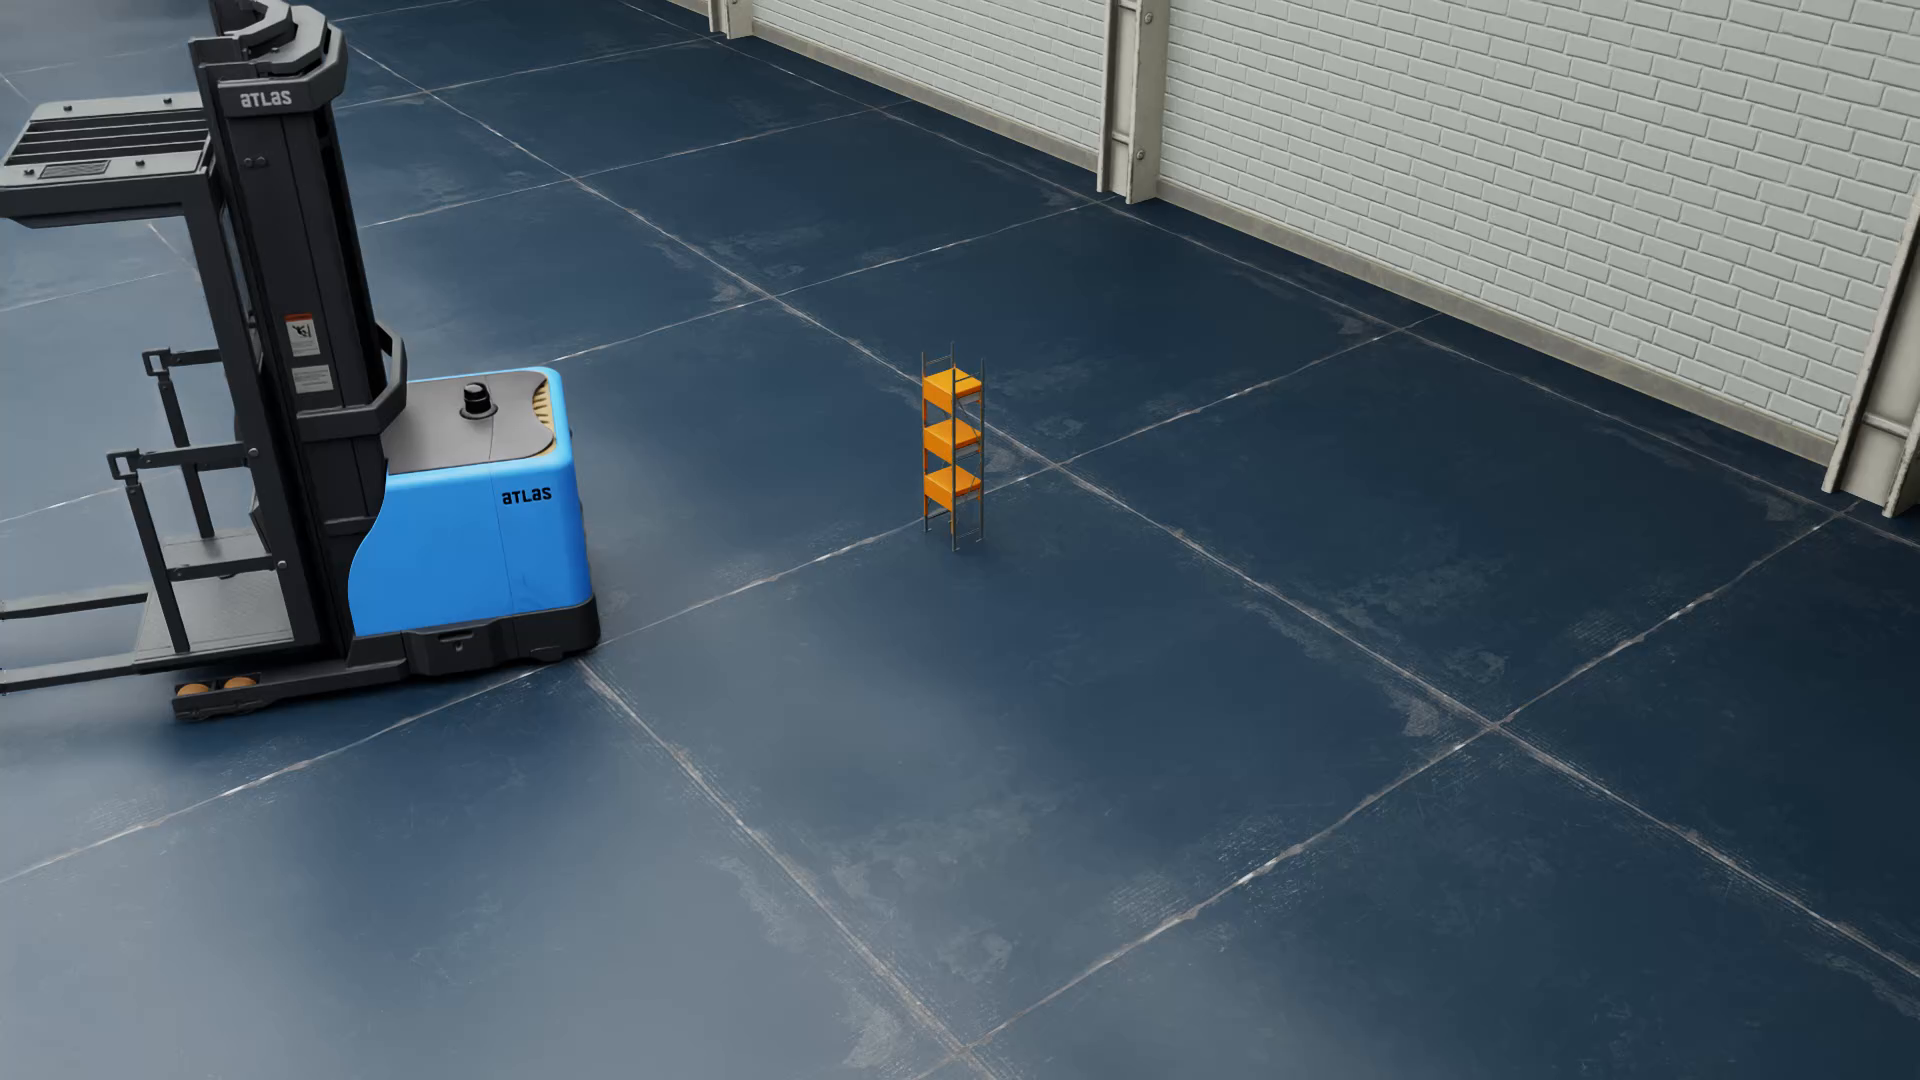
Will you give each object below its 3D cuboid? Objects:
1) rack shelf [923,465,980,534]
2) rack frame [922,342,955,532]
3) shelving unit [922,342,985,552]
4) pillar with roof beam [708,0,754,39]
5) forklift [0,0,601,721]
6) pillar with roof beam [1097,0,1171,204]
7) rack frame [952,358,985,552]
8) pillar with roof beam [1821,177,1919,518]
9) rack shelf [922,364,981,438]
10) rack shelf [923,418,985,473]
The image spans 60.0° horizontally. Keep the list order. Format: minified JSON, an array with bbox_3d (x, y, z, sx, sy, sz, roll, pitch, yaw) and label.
[{"bbox_3d":[-0.033,-0.223,8.661,0.215,0.259,0.240,-22,38,-31],"label":"rack shelf"},{"bbox_3d":[-0.108,-0.519,8.591,0.200,1.050,0.008,-22,38,-31],"label":"rack frame"},{"bbox_3d":[-0.033,-0.468,8.509,0.215,1.050,0.252,-22,38,-31],"label":"shelving unit"},{"bbox_3d":[-5.754,-7.678,12.583,9.100,9.000,0.400,-22,38,-31],"label":"pillar with roof beam"},{"bbox_3d":[-3.279,-0.744,7.170,3.031,2.935,1.130,-8,33,-13],"label":"forklift"},{"bbox_3d":[-2.075,-5.177,8.557,9.100,9.000,0.400,-22,38,-31],"label":"pillar with roof beam"},{"bbox_3d":[0.042,-0.417,8.427,0.200,1.050,0.008,-22,38,-31],"label":"rack frame"},{"bbox_3d":[1.604,-2.677,4.530,9.100,9.000,0.400,-22,38,-31],"label":"pillar with roof beam"},{"bbox_3d":[-0.033,-0.700,8.365,0.215,0.259,0.240,-22,38,-31],"label":"rack shelf"},{"bbox_3d":[-0.033,-0.459,8.515,0.215,0.259,0.240,-22,38,-31],"label":"rack shelf"}]
